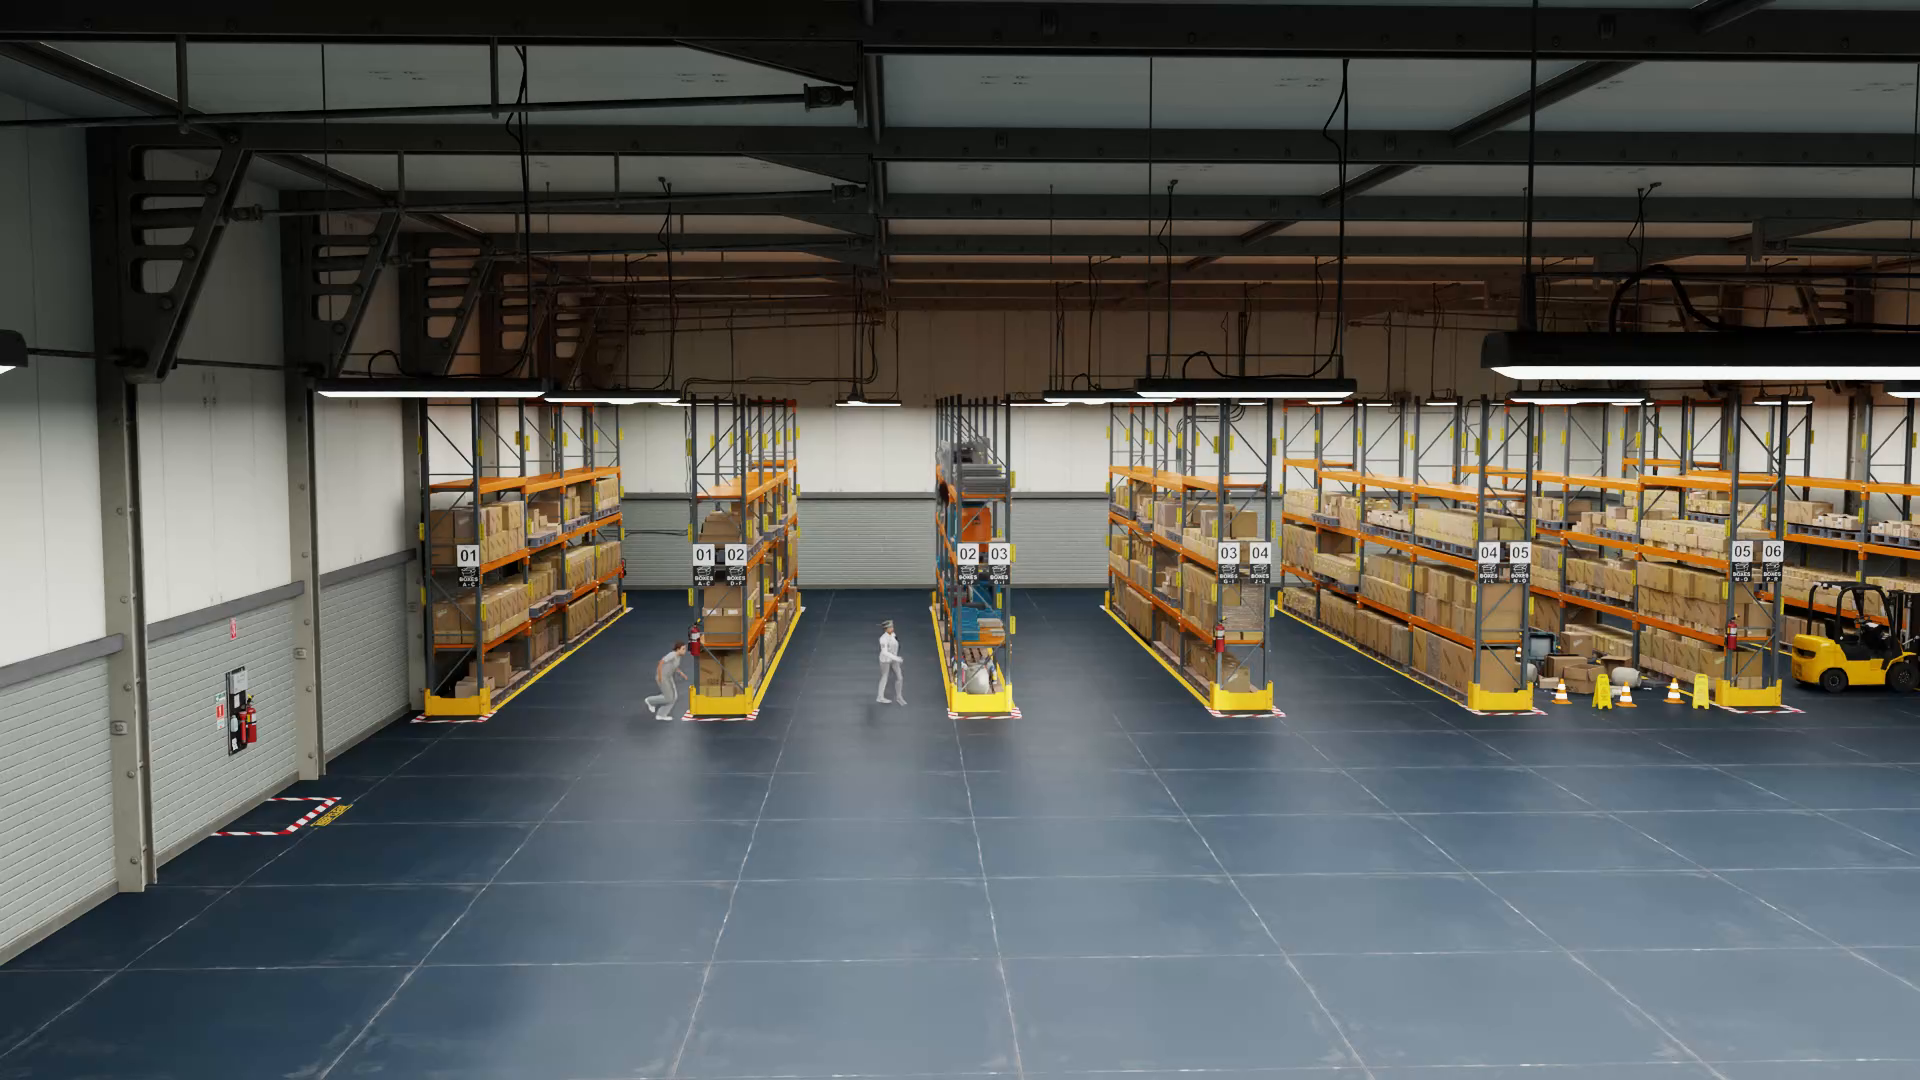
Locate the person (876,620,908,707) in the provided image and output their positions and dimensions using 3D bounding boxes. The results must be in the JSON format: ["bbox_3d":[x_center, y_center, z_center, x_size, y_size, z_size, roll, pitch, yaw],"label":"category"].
[{"bbox_3d":[-1.329,2.373,32.053,0.730,1.687,0.566,4,6,41],"label":"person"}]

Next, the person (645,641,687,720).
[{"bbox_3d":[-5.421,2.586,30.556,0.834,1.490,0.579,1,5,17],"label":"person"}]
